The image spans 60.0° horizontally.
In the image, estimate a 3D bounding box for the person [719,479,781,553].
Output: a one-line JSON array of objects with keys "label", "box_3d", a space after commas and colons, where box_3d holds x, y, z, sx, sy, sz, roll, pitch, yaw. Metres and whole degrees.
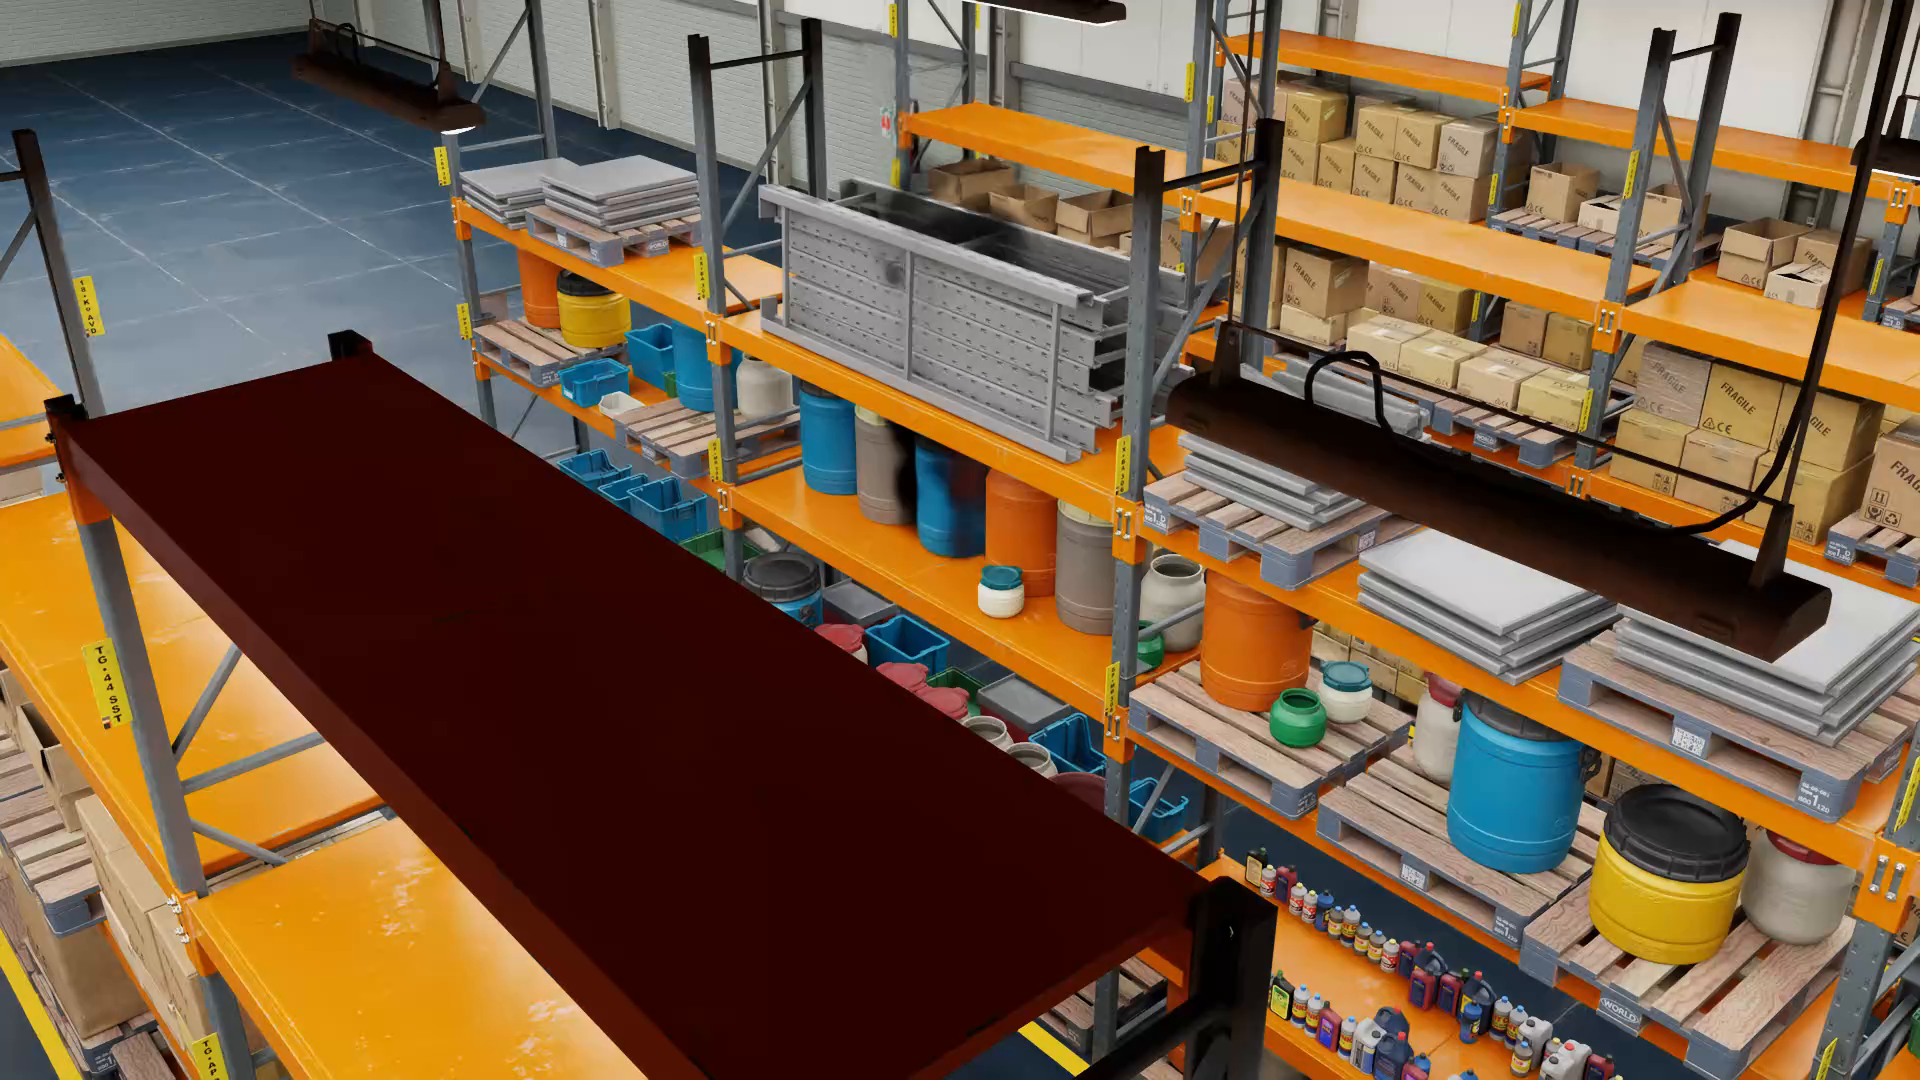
[{"label": "person", "box_3d": [-2.144, -0.347, 16.395, 0.796, 1.706, 0.672, 19, 32, 32]}]
